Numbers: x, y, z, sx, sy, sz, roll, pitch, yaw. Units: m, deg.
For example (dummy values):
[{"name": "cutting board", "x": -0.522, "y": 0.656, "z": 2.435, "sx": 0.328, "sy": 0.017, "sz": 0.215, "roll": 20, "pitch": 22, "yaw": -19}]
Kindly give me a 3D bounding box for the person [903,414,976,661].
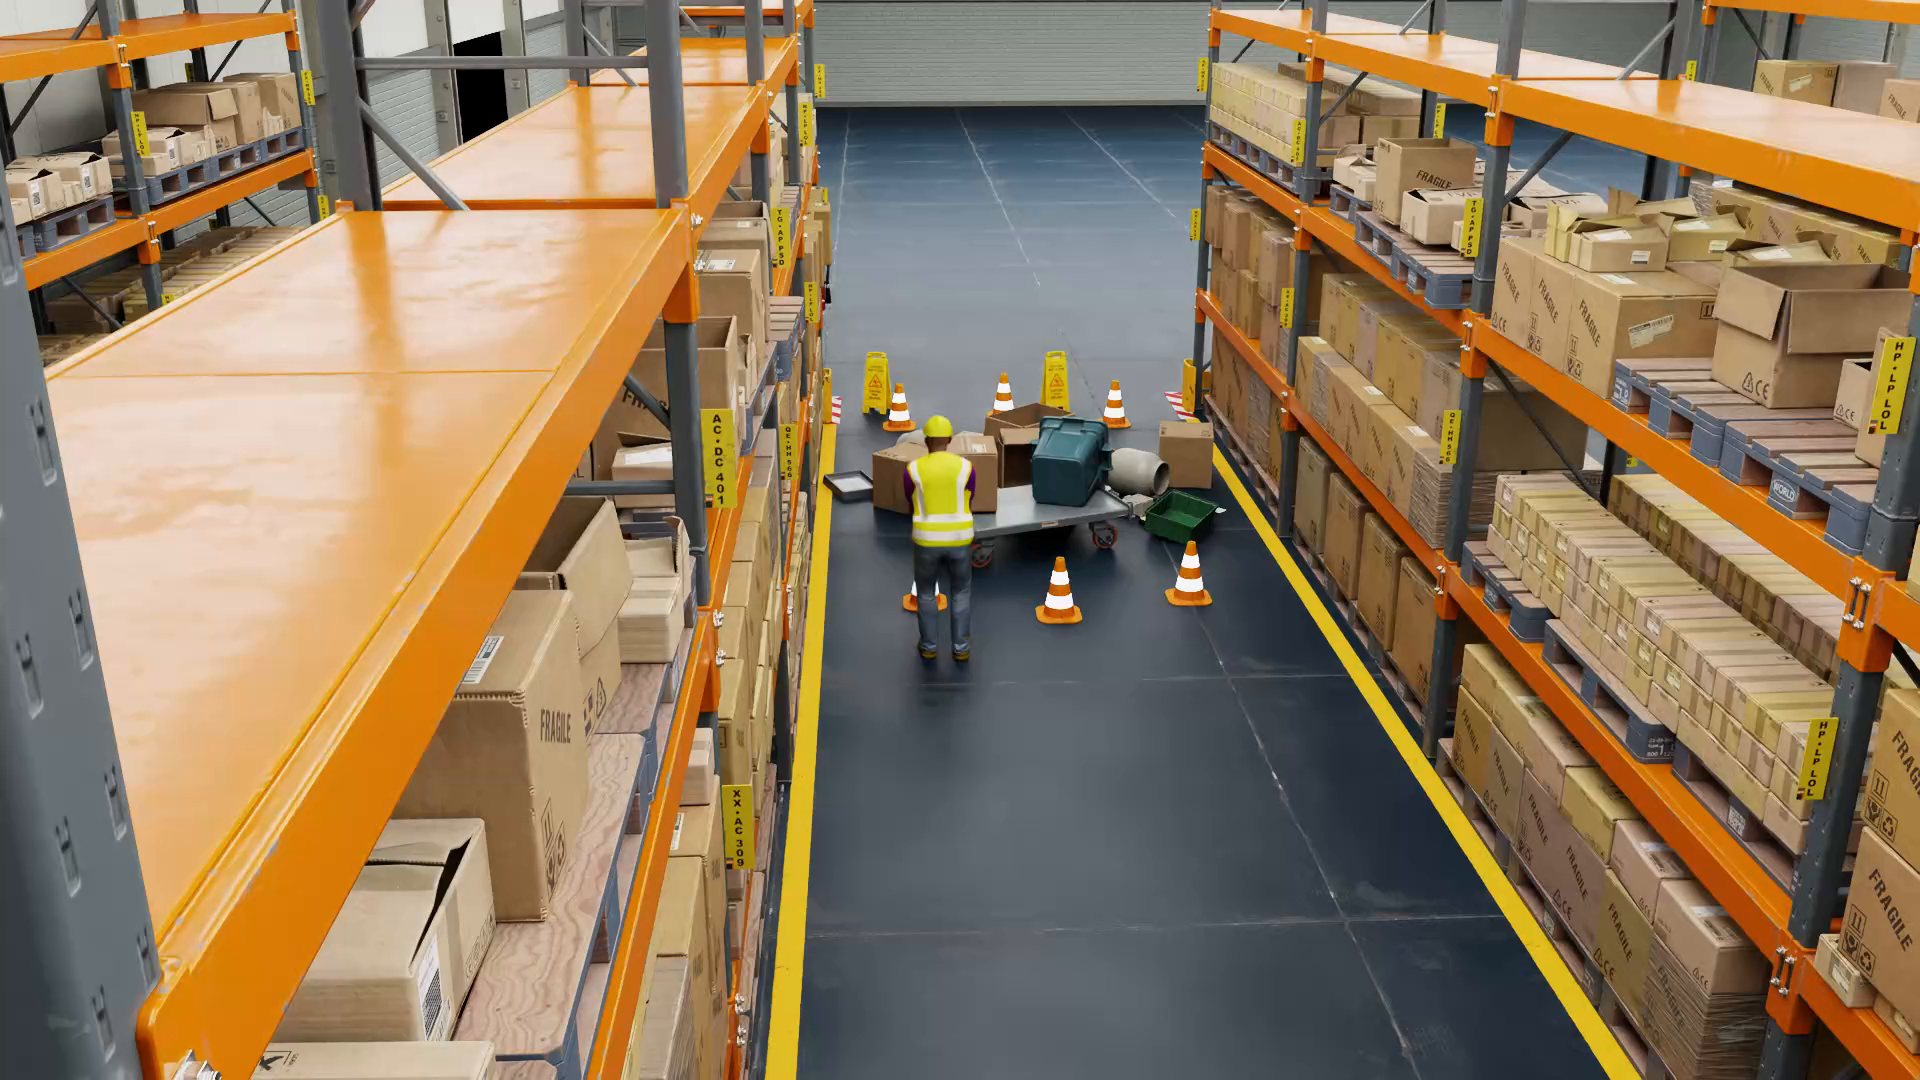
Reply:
[{"name": "person", "x": -0.144, "y": -0.030, "z": 11.654, "sx": 0.503, "sy": 1.743, "sz": 0.591, "roll": -1, "pitch": 20, "yaw": -4}]
